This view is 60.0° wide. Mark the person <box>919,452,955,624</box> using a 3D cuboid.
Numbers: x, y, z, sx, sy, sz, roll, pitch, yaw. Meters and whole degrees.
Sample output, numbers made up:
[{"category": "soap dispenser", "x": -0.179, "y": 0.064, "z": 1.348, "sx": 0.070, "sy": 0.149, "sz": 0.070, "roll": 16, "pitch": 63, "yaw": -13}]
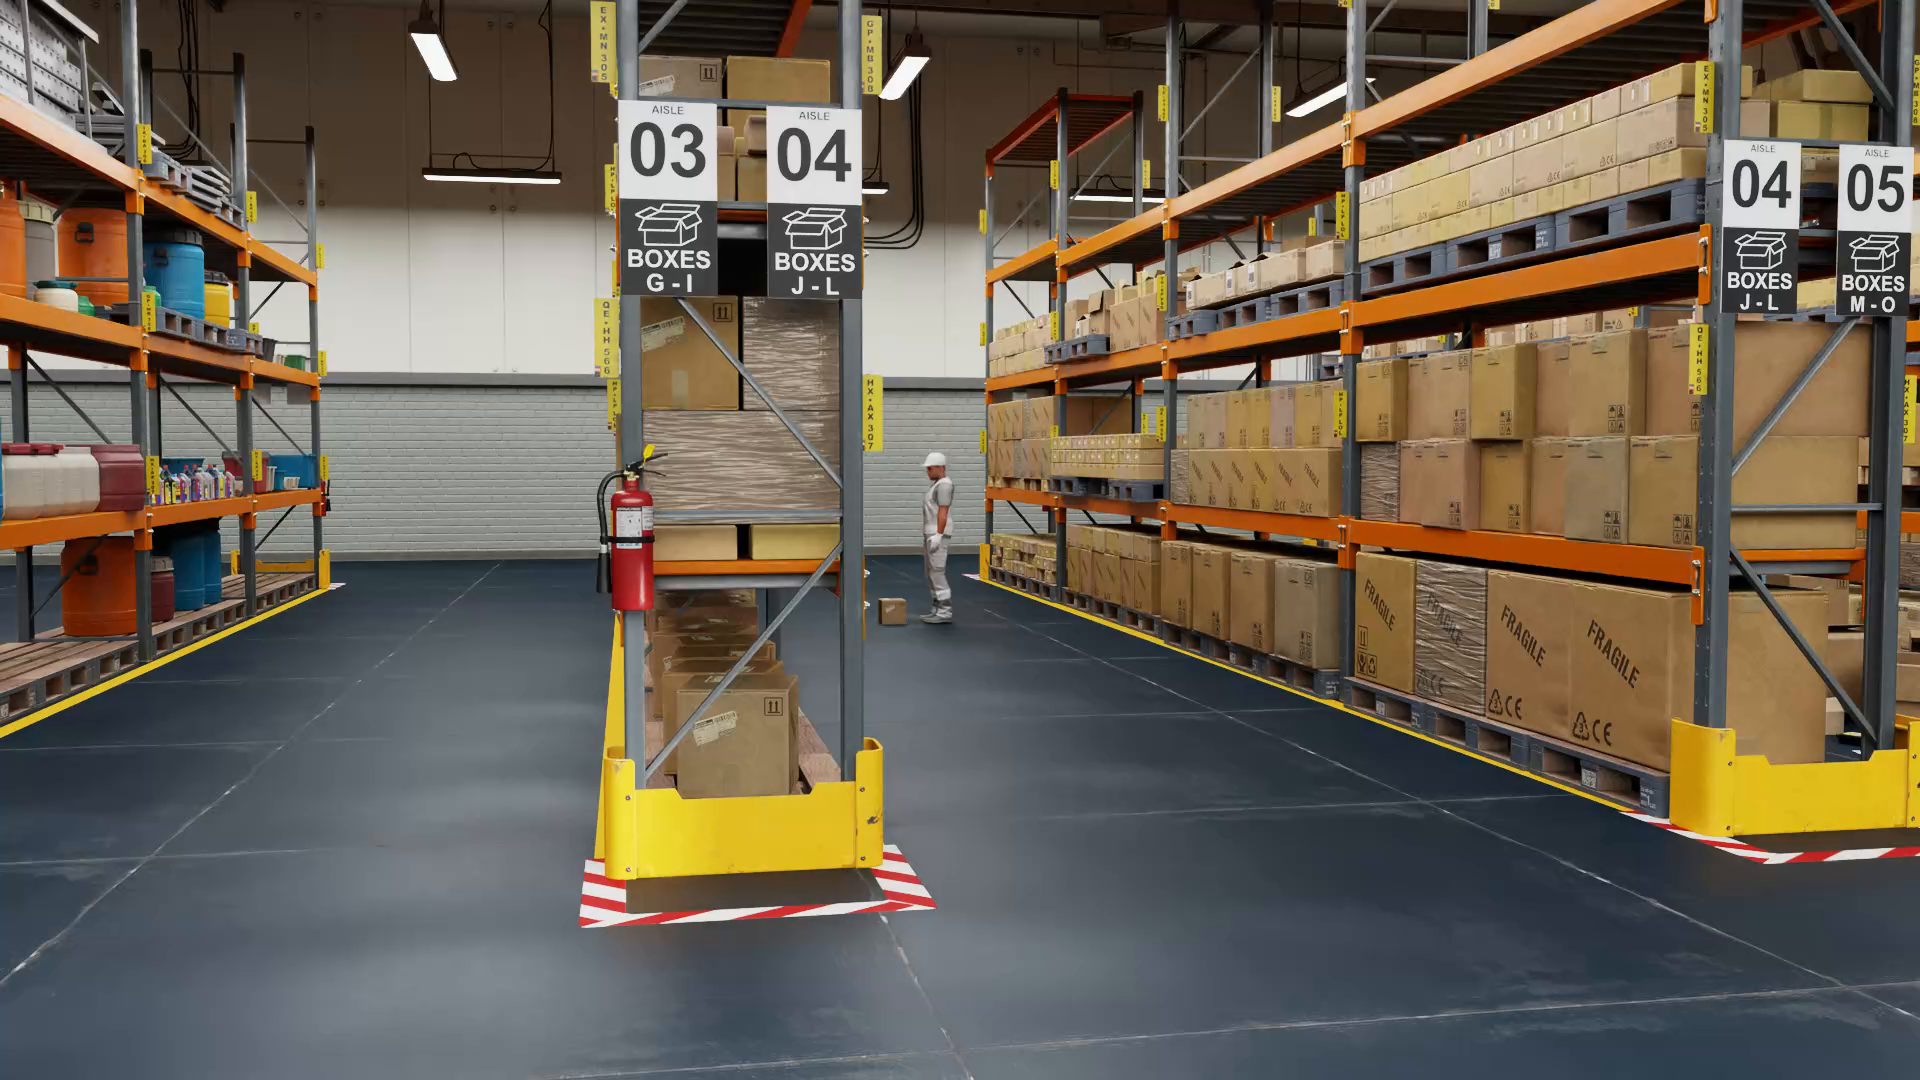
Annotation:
[{"category": "person", "x": -0.238, "y": -0.023, "z": 17.348, "sx": 0.351, "sy": 1.777, "sz": 0.528, "roll": -1, "pitch": 3, "yaw": -10}]
